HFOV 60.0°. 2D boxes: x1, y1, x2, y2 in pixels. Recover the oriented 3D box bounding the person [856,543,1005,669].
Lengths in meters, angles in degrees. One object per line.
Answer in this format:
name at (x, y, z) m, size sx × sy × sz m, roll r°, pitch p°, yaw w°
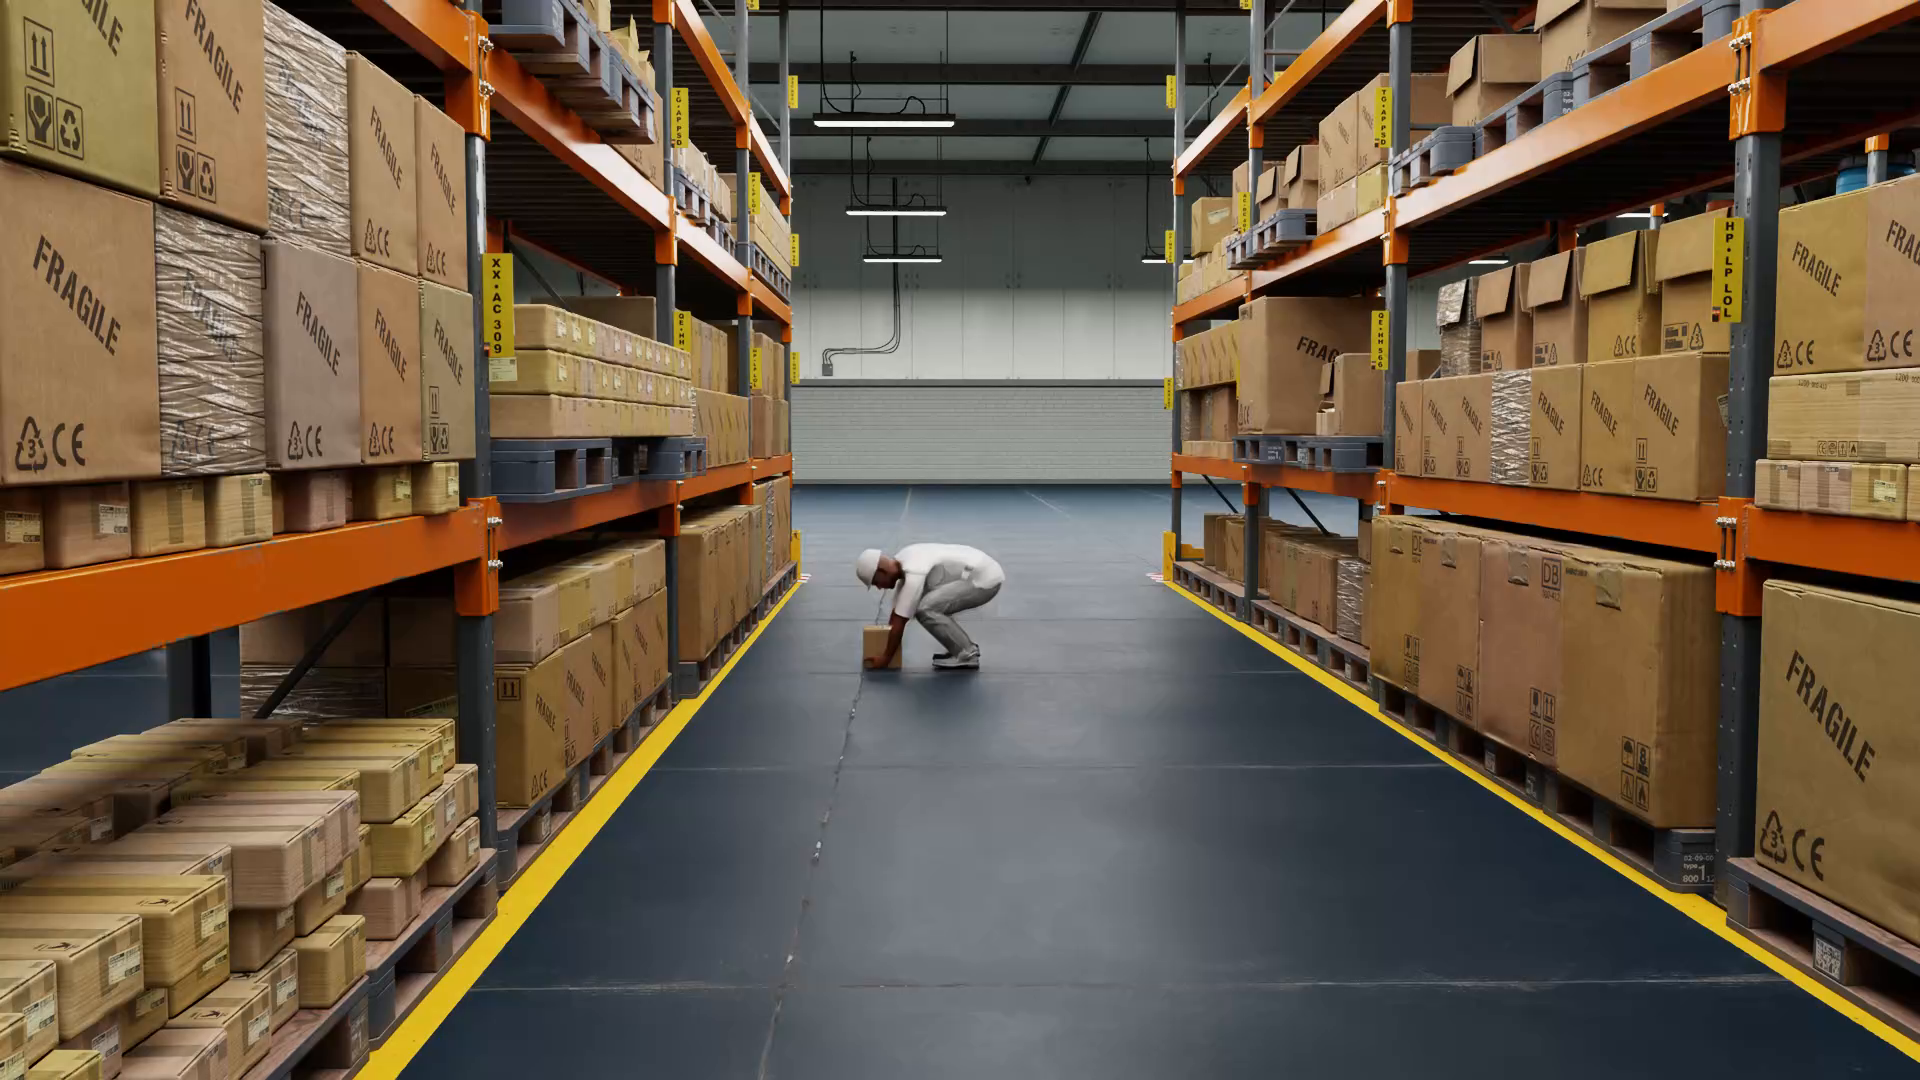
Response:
person at (-0.194, 0.434, 10.913) m, size 0.977 × 0.828 × 0.519 m, roll 0°, pitch 4°, yaw -3°
